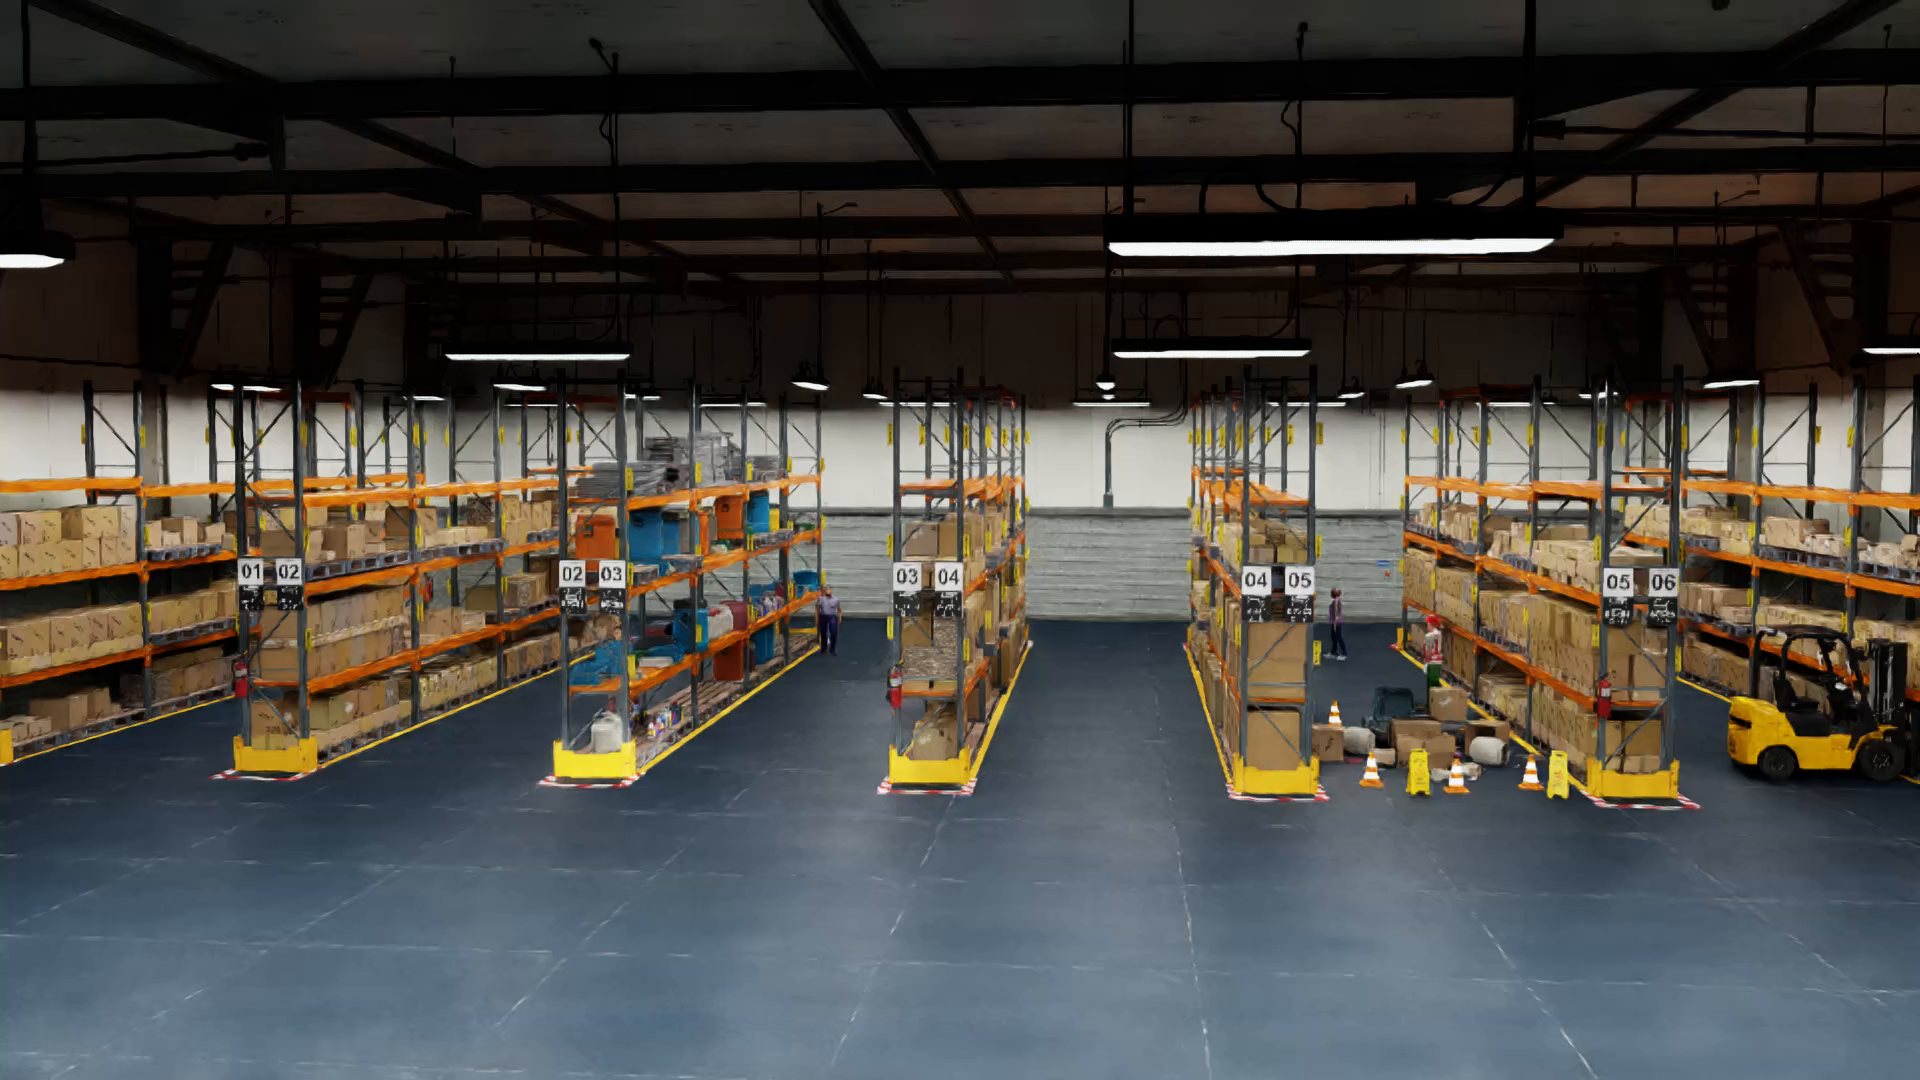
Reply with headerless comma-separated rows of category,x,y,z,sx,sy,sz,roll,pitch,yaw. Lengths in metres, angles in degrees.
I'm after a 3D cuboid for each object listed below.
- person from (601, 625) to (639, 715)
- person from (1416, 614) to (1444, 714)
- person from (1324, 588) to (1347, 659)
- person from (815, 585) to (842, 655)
person,-6.046,2.332,29.882,0.464,1.619,0.926,1,4,21
person,8.486,2.232,29.999,0.570,1.786,0.653,2,4,29
person,8.496,1.865,37.589,0.525,1.588,0.604,1,4,16
person,-3.031,1.819,38.354,0.605,1.612,0.662,0,4,-3
